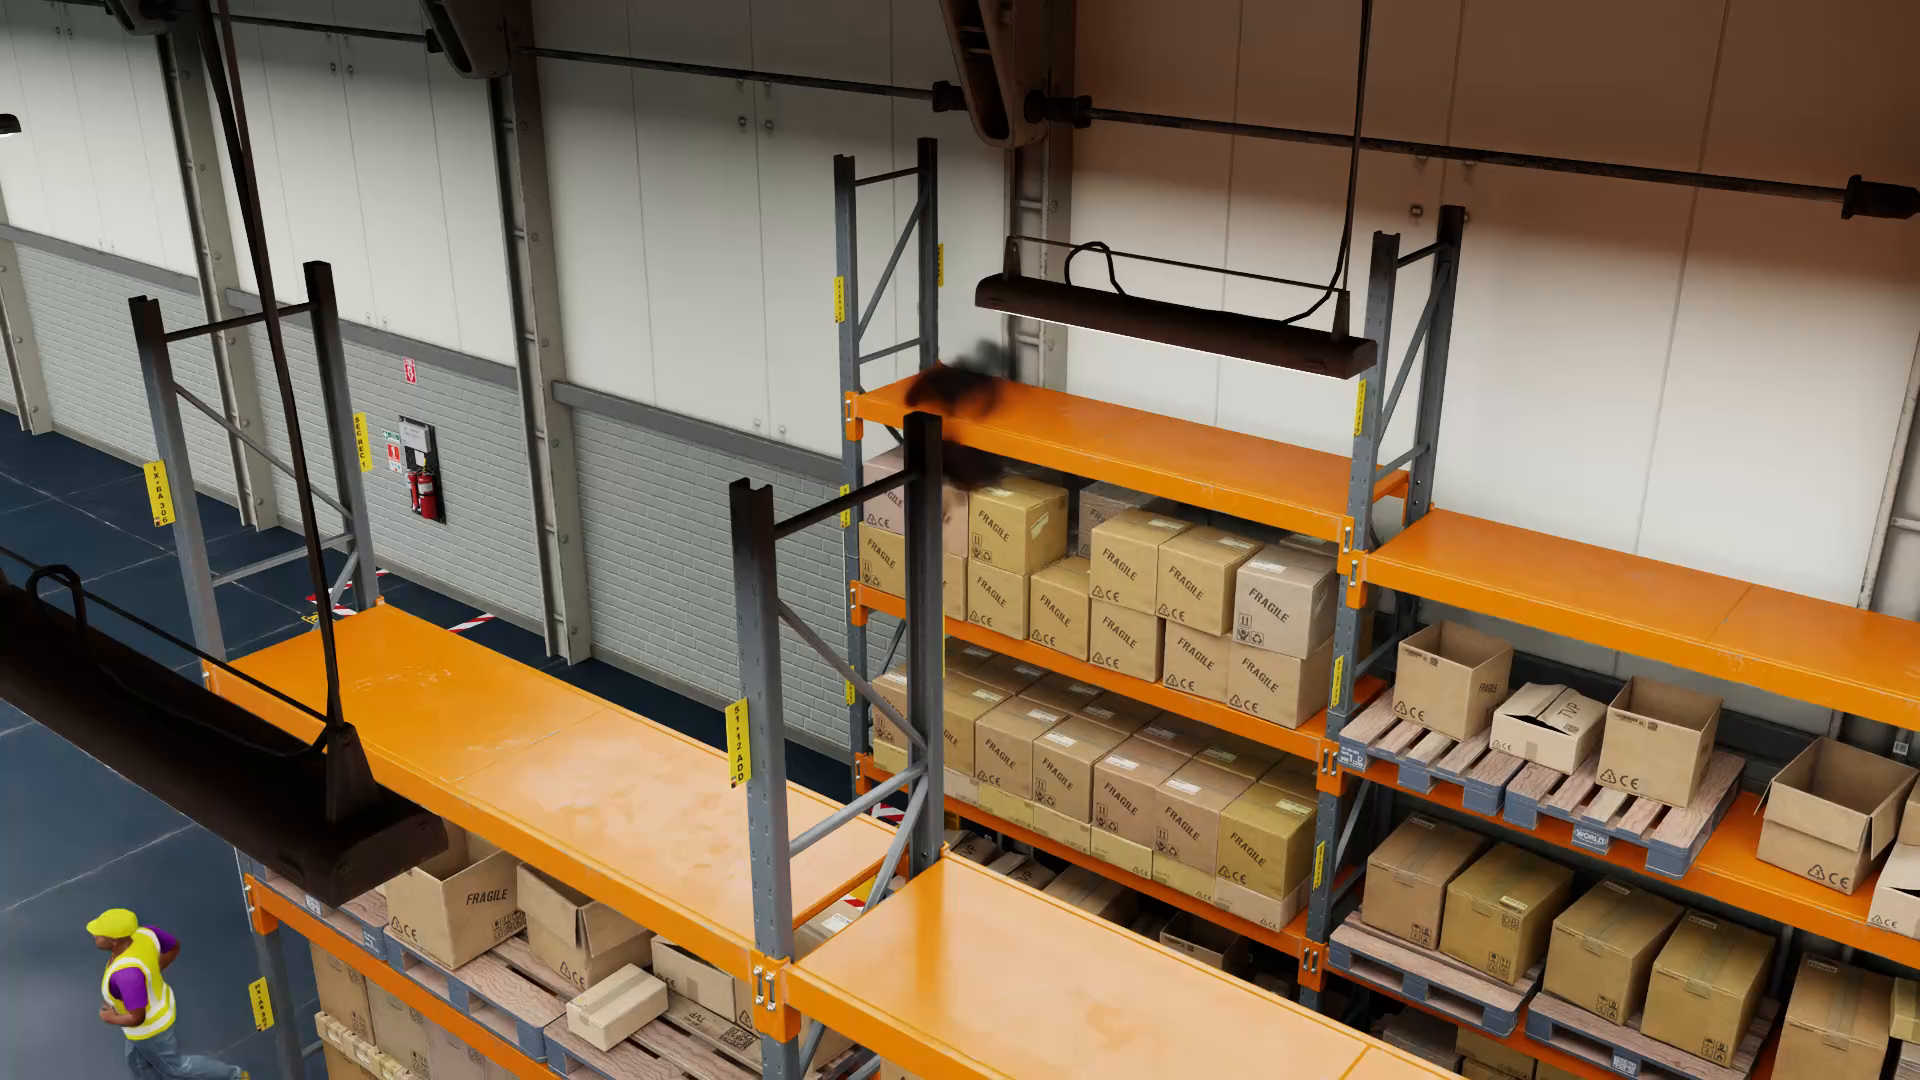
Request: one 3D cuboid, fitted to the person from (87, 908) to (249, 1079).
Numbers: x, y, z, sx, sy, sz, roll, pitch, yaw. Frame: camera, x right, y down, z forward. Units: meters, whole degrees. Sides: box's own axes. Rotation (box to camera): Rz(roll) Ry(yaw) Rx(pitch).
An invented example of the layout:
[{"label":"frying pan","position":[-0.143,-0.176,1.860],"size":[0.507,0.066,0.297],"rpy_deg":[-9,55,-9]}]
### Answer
[{"label":"person","position":[-5.222,3.135,10.813],"size":[0.920,1.769,0.705],"rpy_deg":[-8,24,-19]}]
